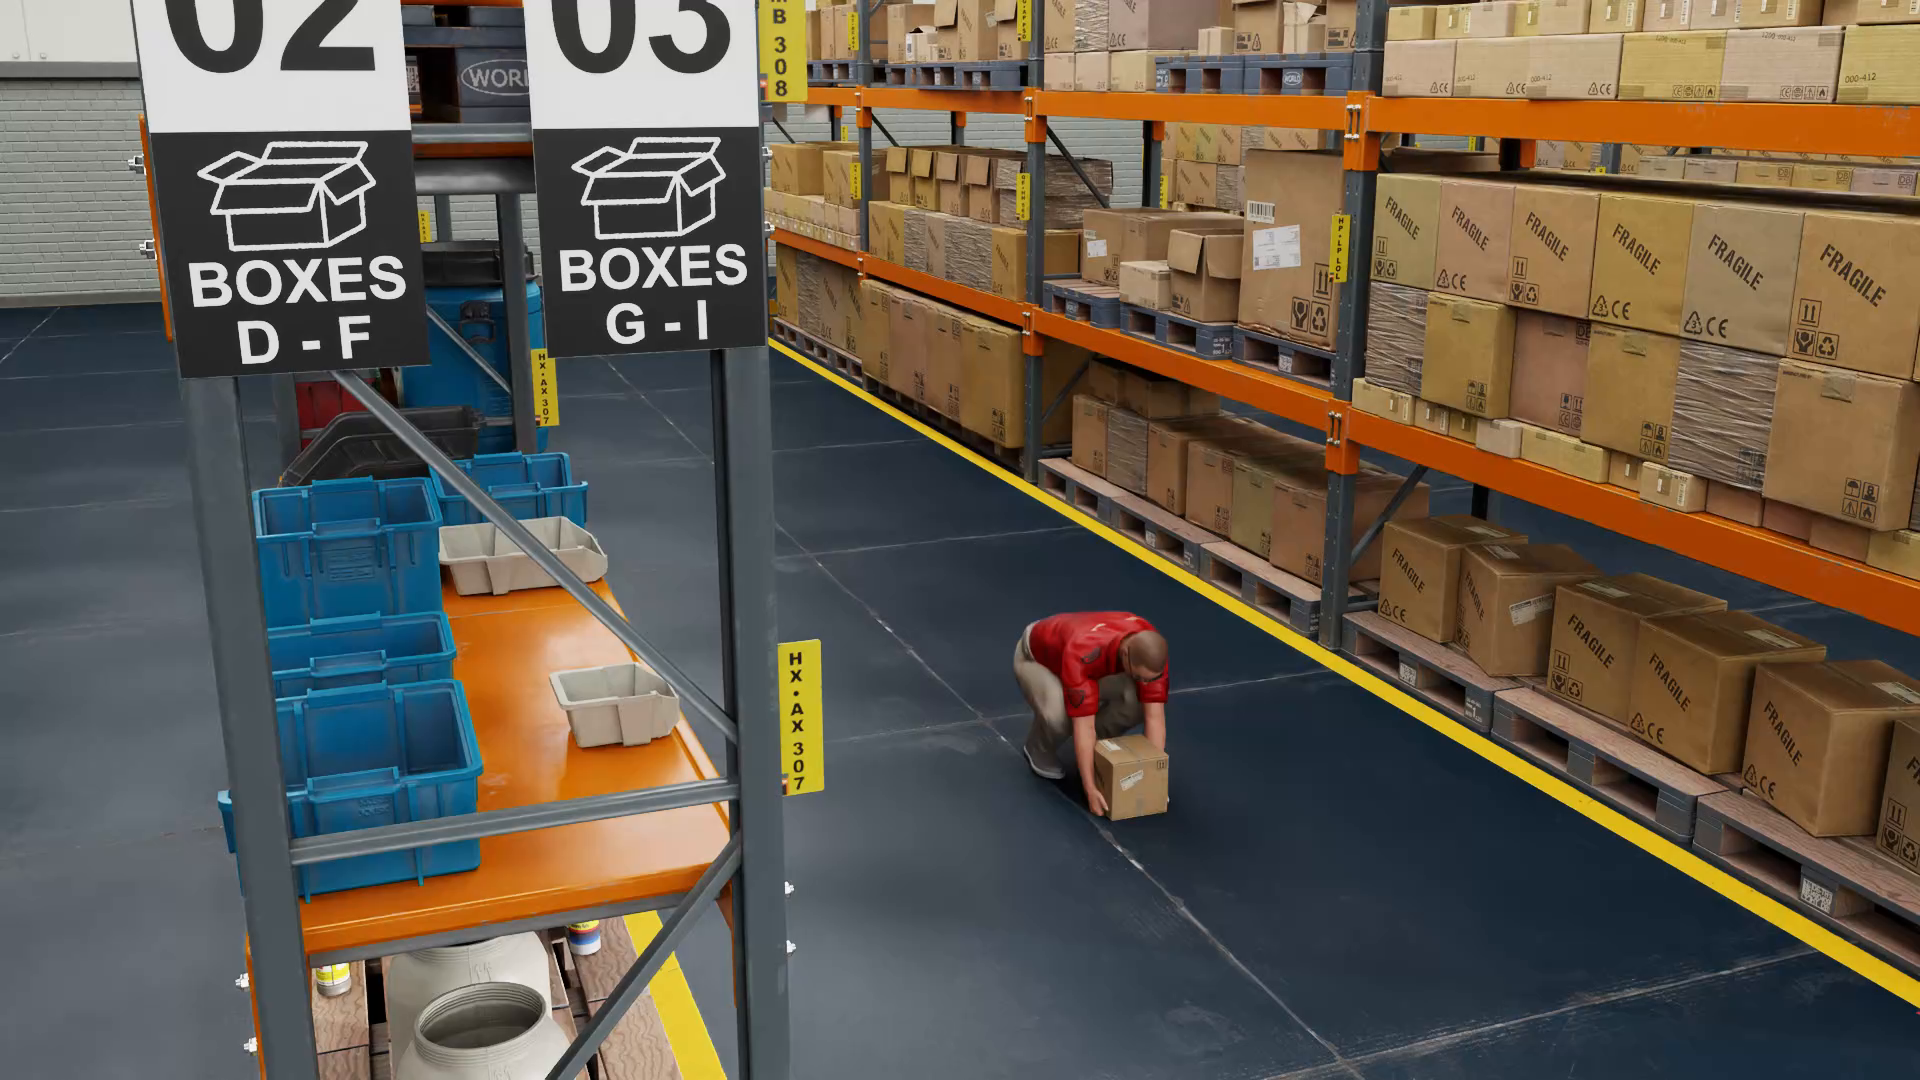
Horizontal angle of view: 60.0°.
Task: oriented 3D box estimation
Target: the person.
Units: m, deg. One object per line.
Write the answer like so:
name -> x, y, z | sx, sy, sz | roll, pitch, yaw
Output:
person -> 0.567, 0.660, 7.034 | 0.523, 0.785, 0.926 | -6, 17, -21
